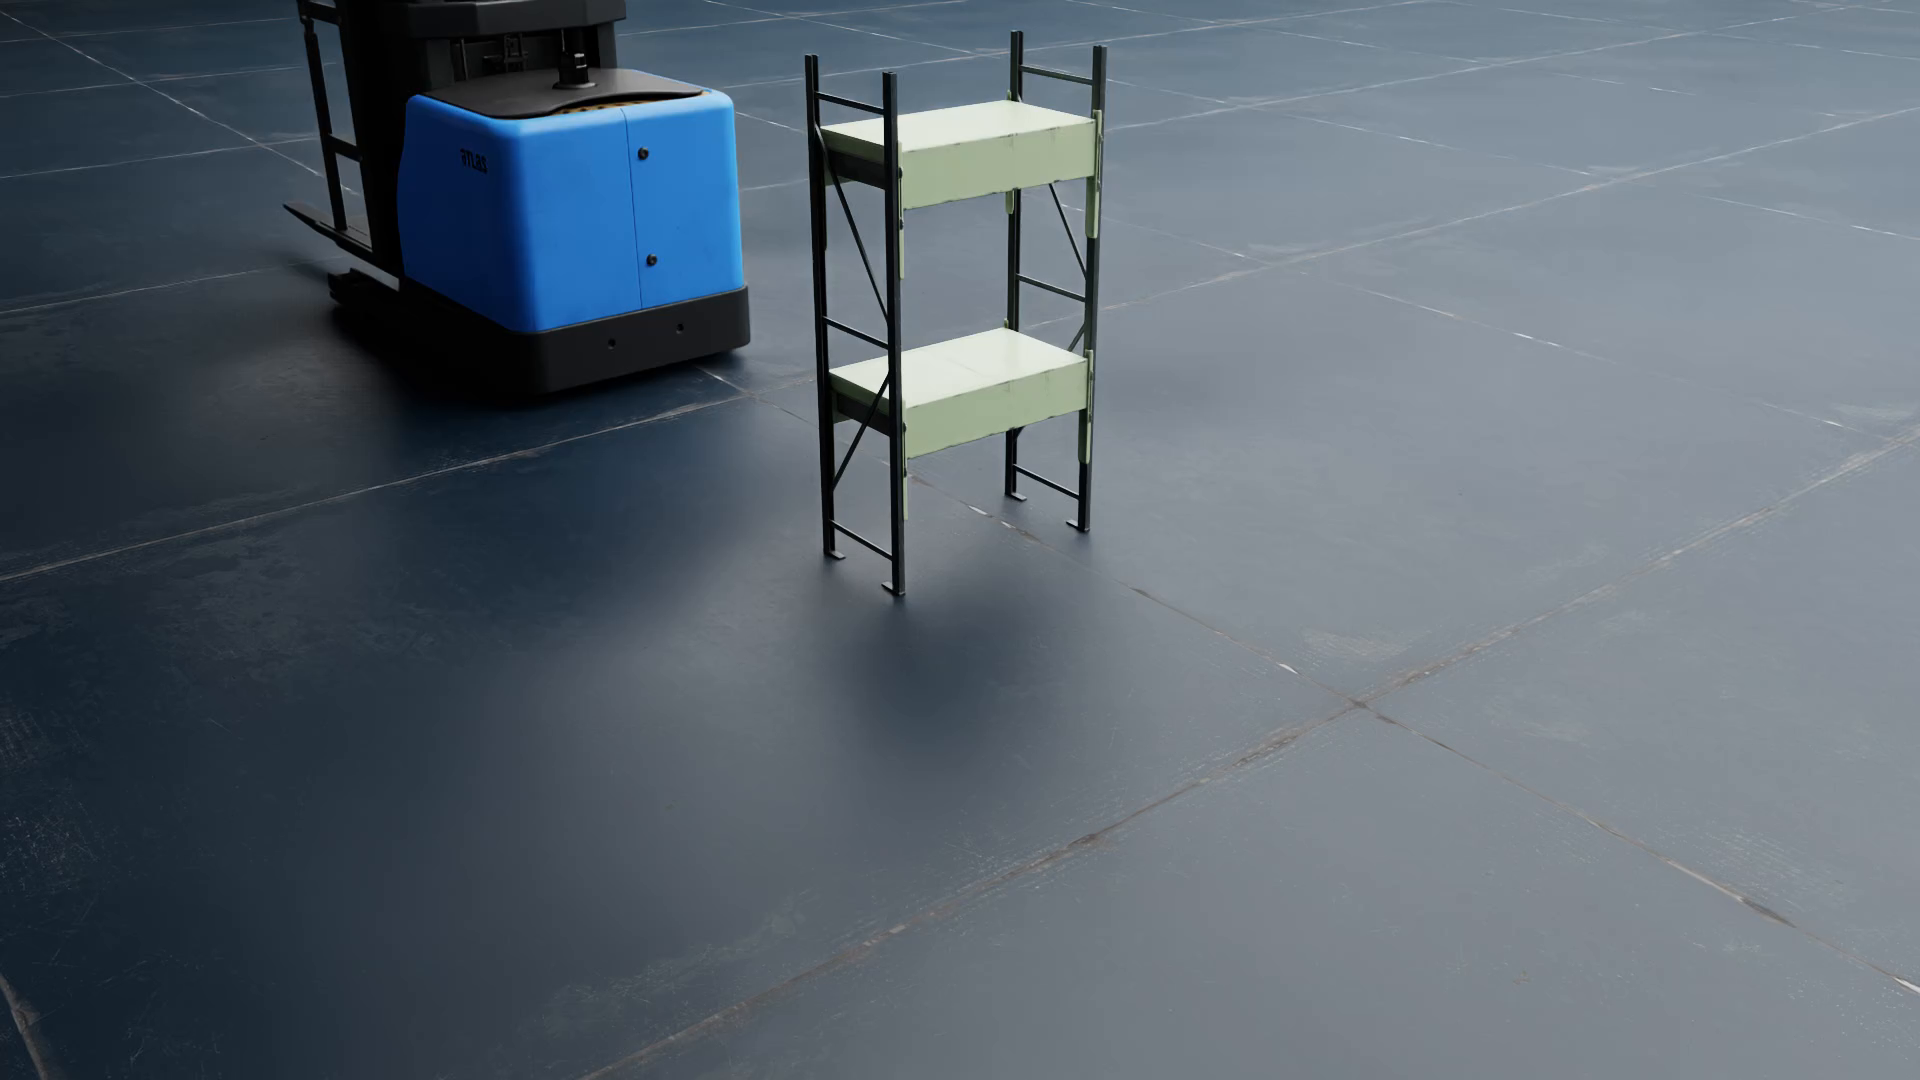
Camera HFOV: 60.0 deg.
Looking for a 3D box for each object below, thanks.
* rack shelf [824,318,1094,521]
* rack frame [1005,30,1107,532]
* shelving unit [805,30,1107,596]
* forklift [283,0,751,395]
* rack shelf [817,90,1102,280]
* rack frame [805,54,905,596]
[{"bbox_3d":[-0.005,-0.383,5.068,0.720,0.370,0.431,-18,31,-34],"label":"rack shelf"},{"bbox_3d":[0.283,-0.774,5.135,0.023,1.500,0.400,-18,31,-34],"label":"rack frame"},{"bbox_3d":[-0.005,-0.679,4.931,0.755,1.500,0.431,-18,31,-34],"label":"shelving unit"},{"bbox_3d":[-2.187,-2.424,6.991,1.130,2.935,3.031,-19,31,-35],"label":"forklift"},{"bbox_3d":[-0.005,-1.033,4.766,0.720,0.370,0.431,-18,31,-34],"label":"rack shelf"},{"bbox_3d":[-0.293,-0.583,4.726,0.023,1.500,0.400,-18,31,-34],"label":"rack frame"}]
